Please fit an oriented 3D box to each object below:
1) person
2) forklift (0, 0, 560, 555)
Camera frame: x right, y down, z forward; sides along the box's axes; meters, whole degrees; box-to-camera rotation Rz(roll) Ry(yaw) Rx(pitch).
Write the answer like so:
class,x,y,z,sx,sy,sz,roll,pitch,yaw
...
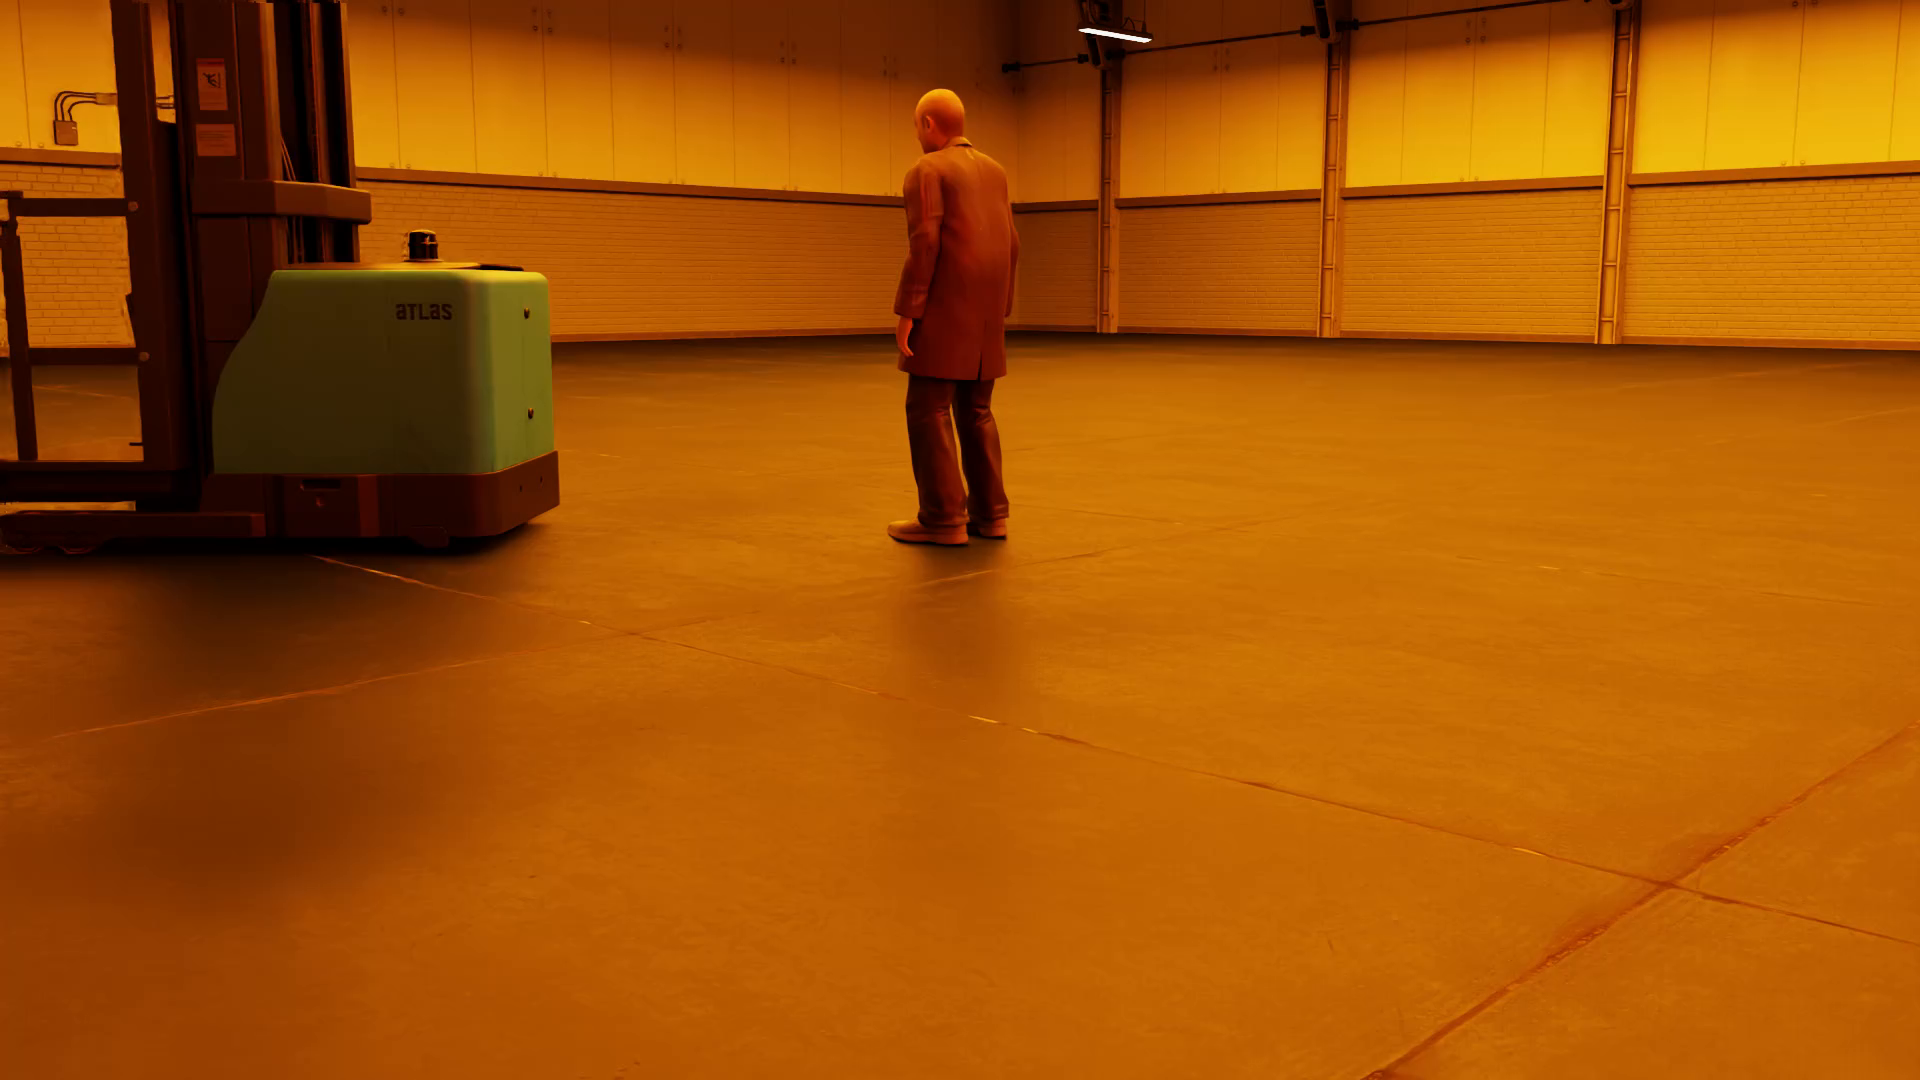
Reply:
class,x,y,z,sx,sy,sz,roll,pitch,yaw
person,-0.029,-0.879,6.600,0.431,1.773,0.644,8,11,41
forklift,-3.268,-1.471,6.643,3.031,2.935,1.130,0,9,1
